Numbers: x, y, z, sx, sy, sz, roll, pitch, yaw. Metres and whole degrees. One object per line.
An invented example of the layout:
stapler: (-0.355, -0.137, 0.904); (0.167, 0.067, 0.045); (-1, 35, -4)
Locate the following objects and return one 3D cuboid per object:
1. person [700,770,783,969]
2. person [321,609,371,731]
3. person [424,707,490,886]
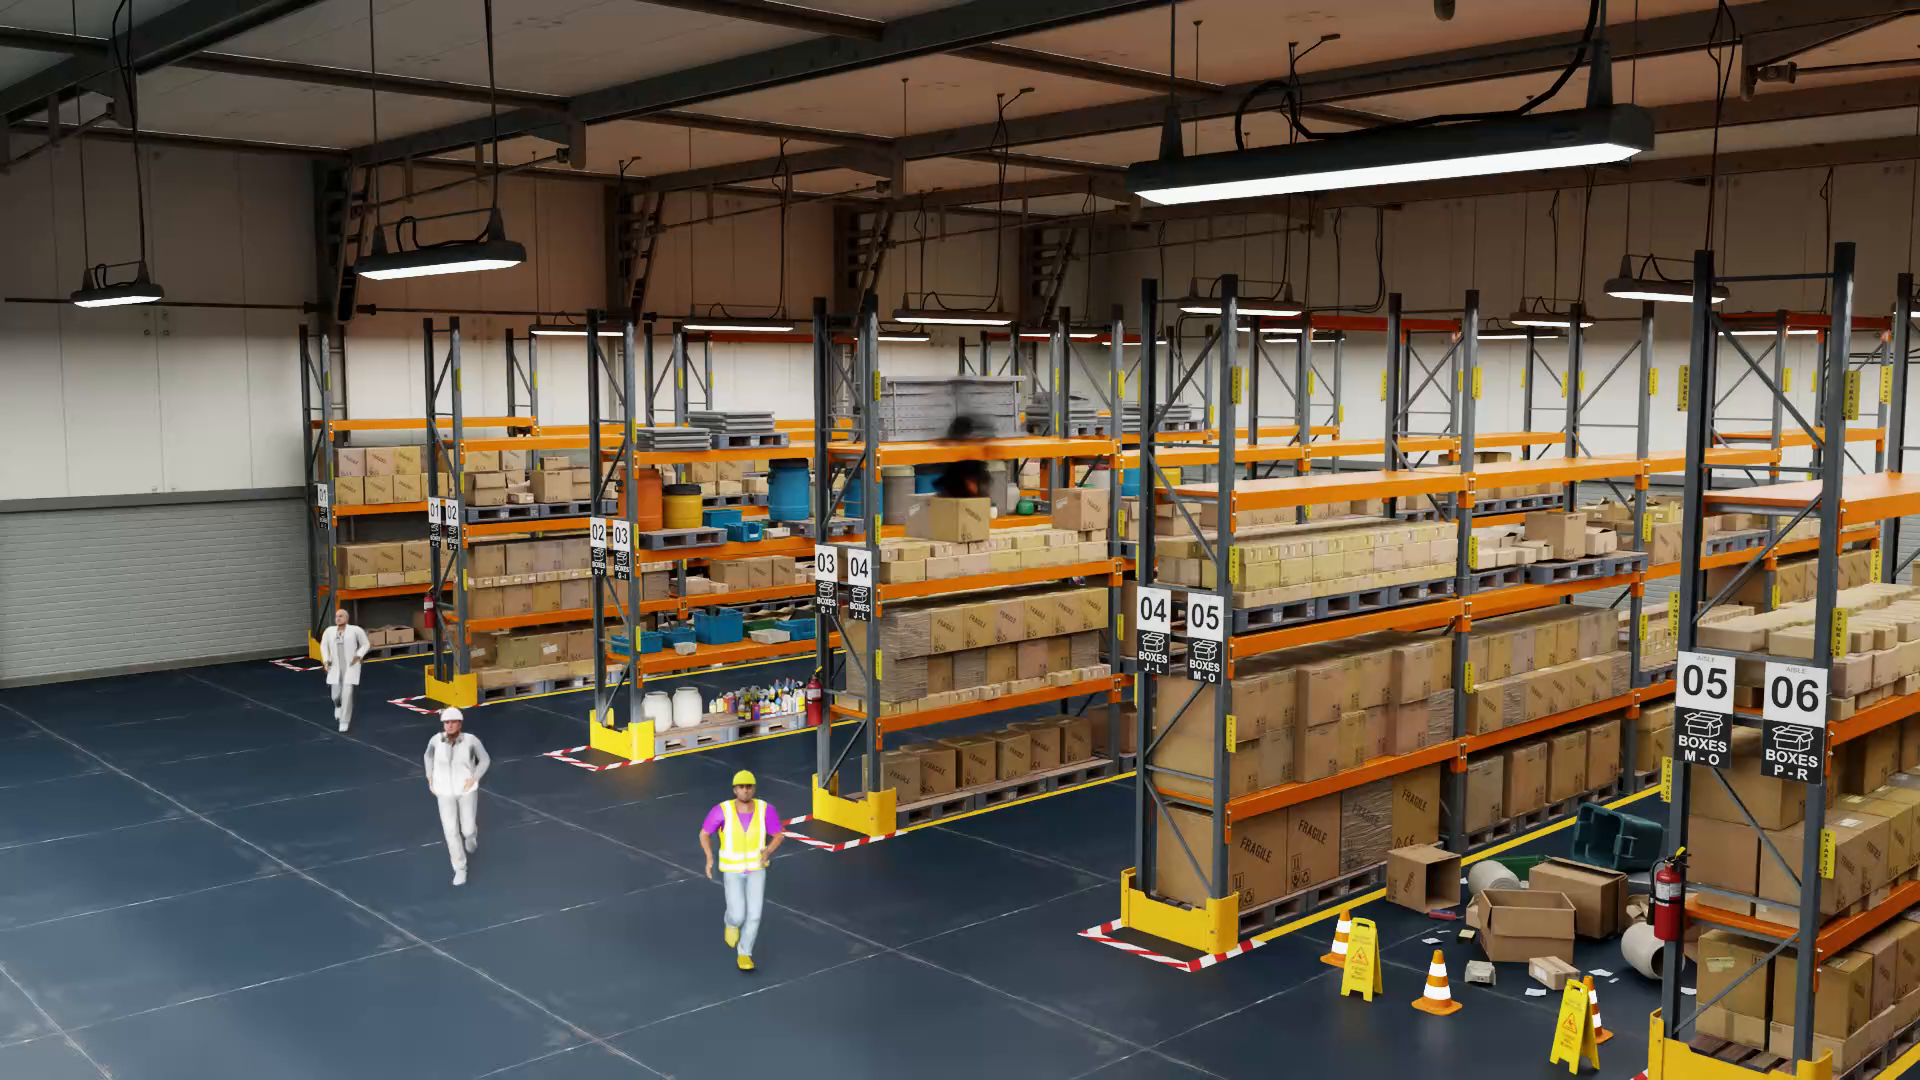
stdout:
person: (-1.883, 2.852, 14.476); (0.714, 1.722, 0.592); (-2, 6, -16)
person: (-8.928, 1.867, 24.171); (0.706, 1.751, 0.690); (-1, 6, -7)
person: (-5.181, 2.577, 17.132); (0.681, 1.765, 0.898); (-1, 6, -7)
